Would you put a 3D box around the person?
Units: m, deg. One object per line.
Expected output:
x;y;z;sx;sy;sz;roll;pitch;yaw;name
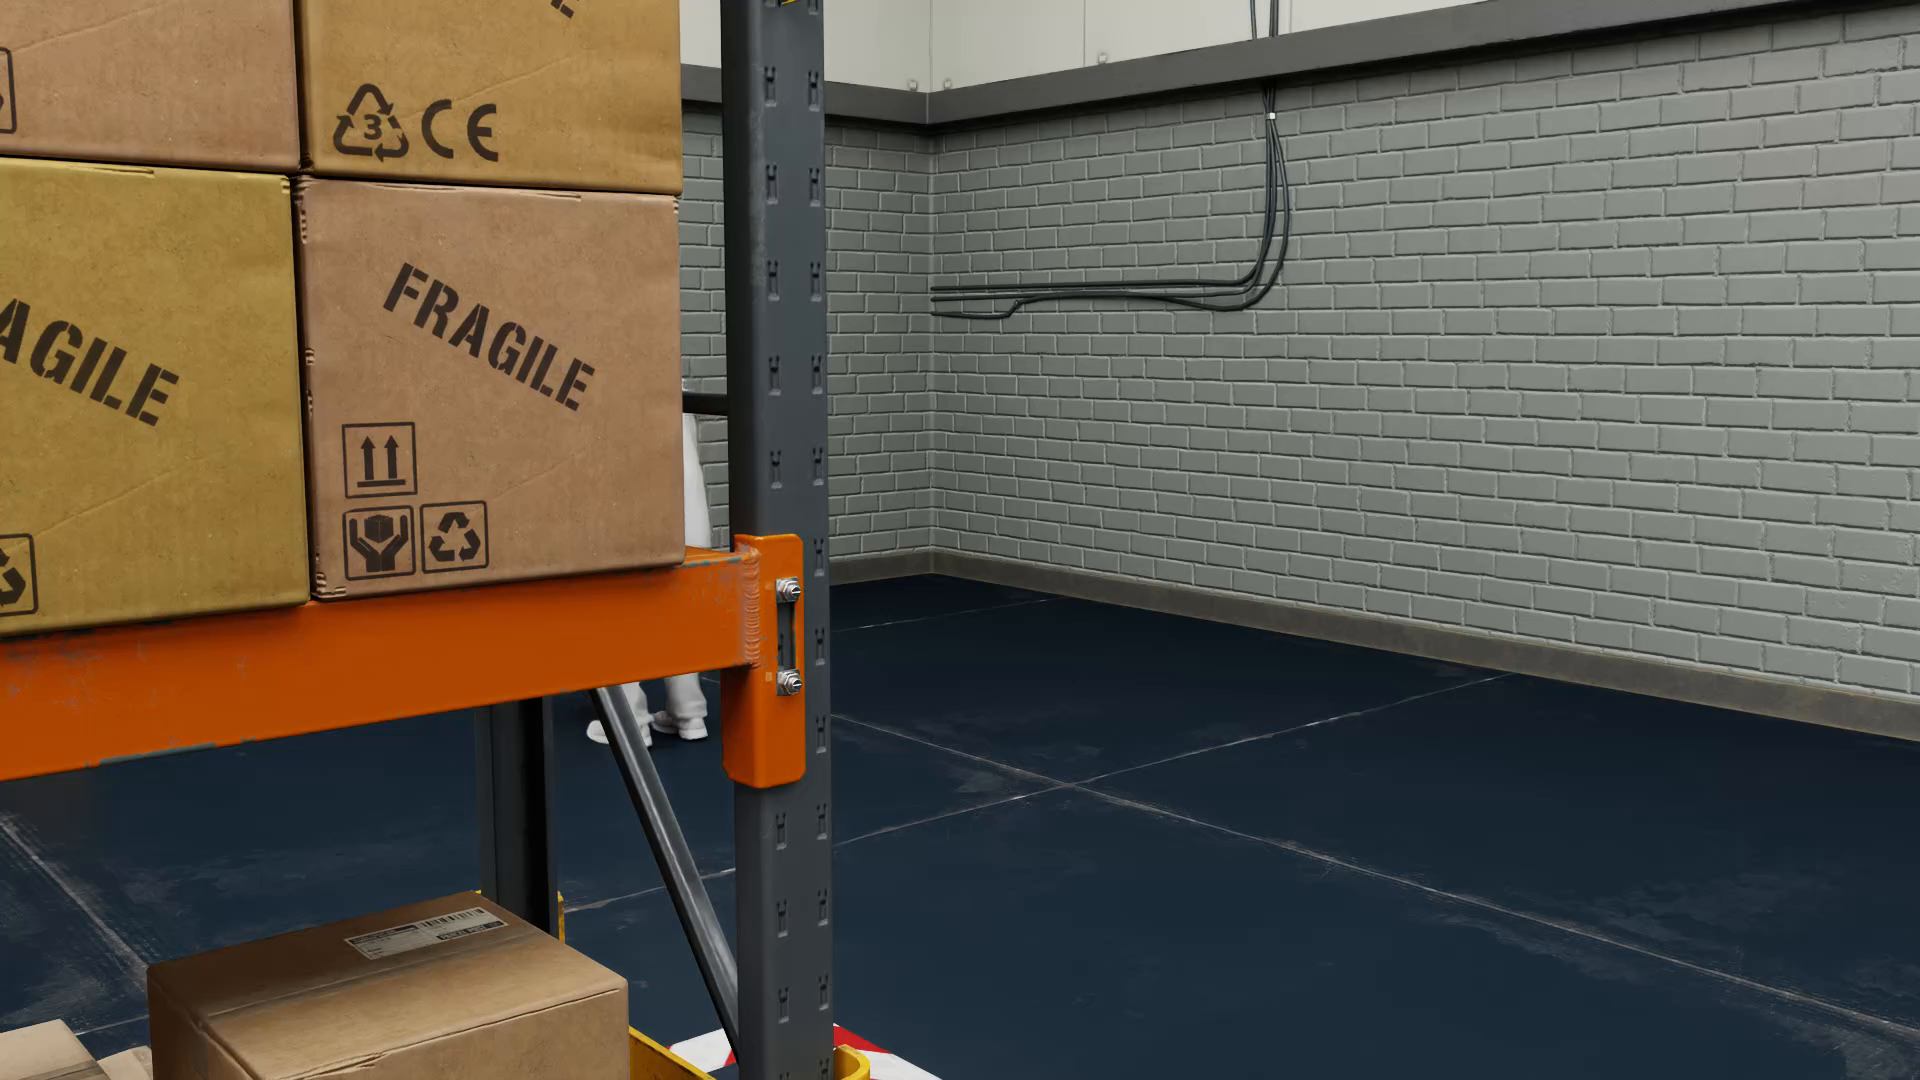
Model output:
-1.269;0.000;6.523;0.620;1.612;0.564;-6;9;-40;person
